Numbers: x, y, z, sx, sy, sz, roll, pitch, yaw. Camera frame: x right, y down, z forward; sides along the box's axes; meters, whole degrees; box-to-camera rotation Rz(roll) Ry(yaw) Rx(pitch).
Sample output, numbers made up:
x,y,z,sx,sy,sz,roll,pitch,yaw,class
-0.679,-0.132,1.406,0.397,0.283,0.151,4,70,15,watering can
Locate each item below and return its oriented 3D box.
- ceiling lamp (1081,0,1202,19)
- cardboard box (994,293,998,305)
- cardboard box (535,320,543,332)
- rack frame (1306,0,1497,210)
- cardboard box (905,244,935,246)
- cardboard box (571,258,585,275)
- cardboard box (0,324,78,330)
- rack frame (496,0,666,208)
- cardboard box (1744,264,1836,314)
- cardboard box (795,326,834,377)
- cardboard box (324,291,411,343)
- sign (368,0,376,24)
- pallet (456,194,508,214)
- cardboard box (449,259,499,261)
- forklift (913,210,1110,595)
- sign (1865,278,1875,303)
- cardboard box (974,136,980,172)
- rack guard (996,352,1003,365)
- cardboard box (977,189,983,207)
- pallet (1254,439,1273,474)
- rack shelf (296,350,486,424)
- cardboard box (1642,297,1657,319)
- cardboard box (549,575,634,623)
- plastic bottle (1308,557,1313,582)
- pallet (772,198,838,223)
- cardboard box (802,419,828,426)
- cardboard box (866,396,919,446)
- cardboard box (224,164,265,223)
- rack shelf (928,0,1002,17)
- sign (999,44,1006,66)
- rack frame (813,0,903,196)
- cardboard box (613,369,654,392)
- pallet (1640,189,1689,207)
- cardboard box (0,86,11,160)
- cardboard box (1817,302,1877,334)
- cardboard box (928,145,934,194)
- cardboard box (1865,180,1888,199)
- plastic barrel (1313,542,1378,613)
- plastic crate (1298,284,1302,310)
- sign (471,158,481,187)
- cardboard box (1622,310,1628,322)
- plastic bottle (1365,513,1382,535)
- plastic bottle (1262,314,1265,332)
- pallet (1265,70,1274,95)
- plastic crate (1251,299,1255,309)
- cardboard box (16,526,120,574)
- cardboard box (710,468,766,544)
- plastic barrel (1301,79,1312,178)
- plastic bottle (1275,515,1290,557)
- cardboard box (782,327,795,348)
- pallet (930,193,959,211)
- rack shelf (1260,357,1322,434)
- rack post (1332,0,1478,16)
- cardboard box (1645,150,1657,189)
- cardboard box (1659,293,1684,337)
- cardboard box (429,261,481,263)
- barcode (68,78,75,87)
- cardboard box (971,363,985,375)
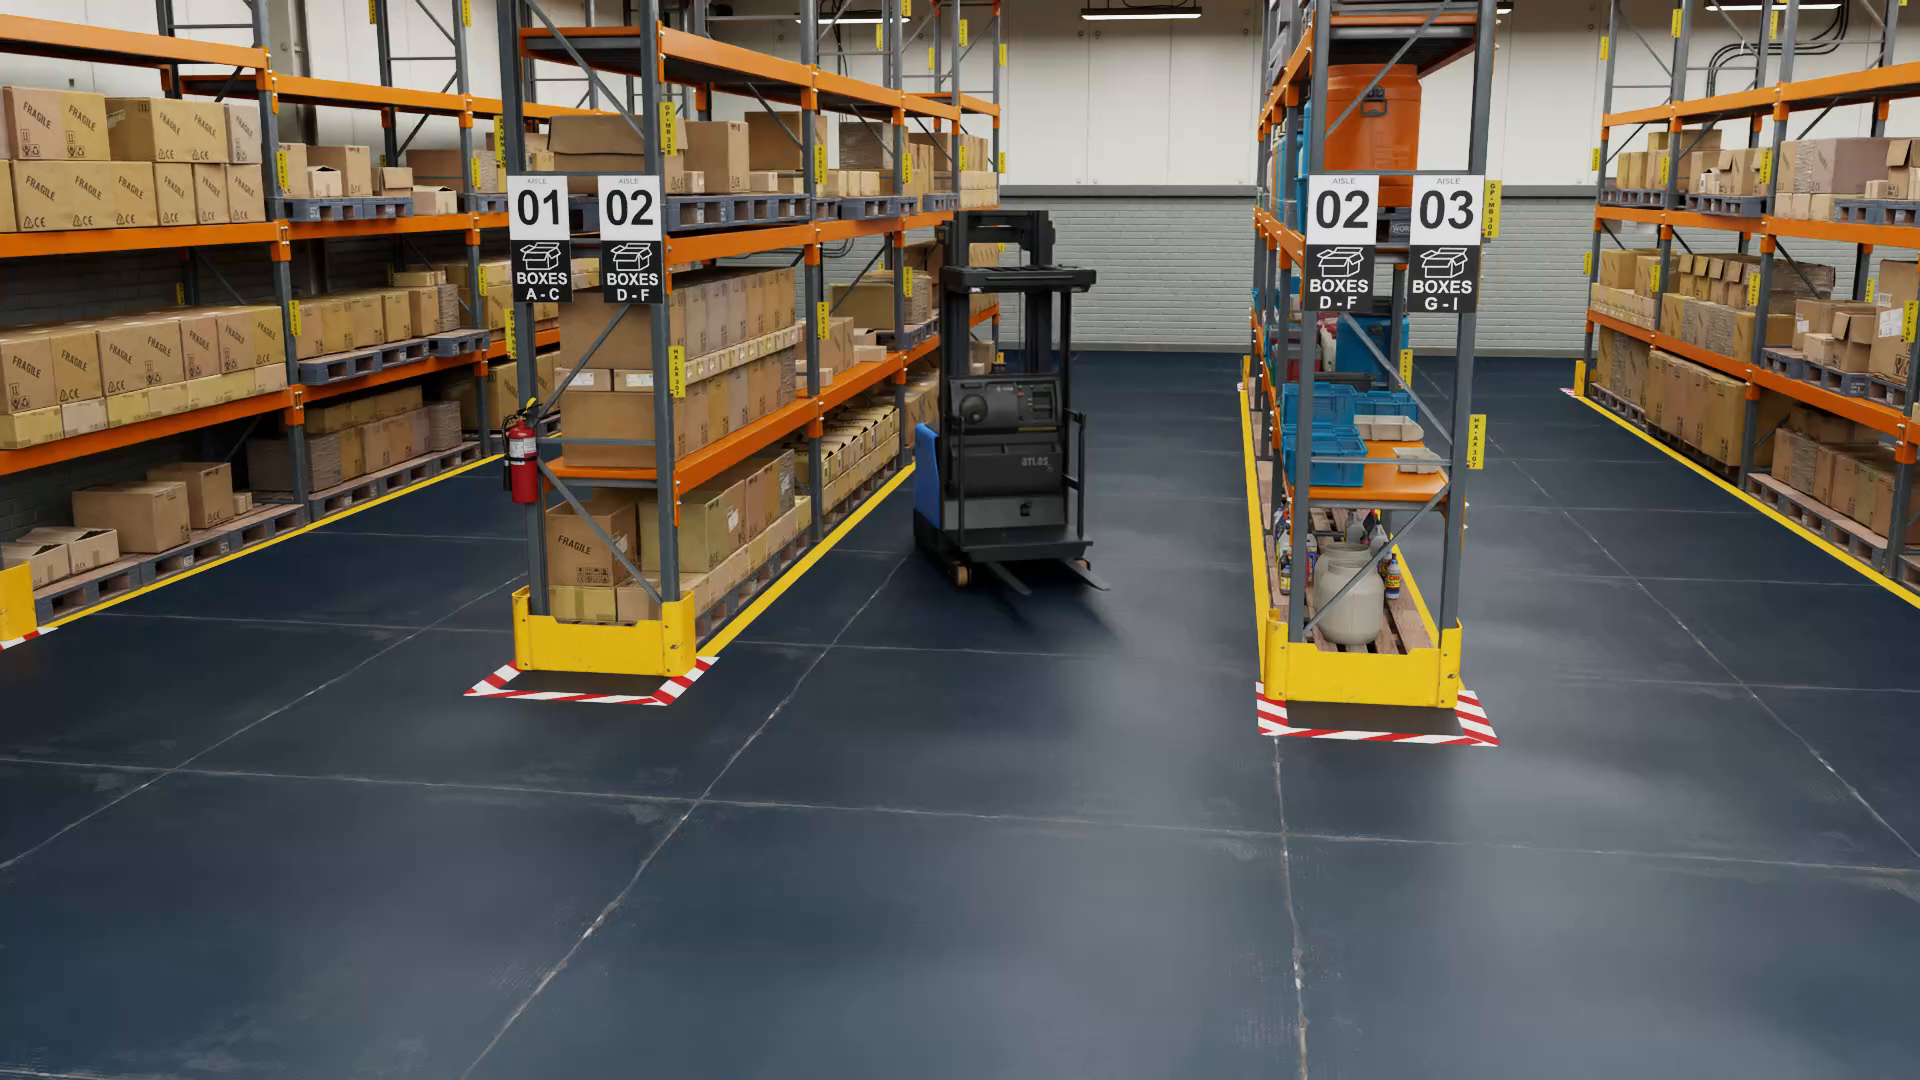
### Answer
x,y,z,sx,sy,sz,roll,pitch,yaw,class
2.991,-10.225,27.224,2.000,3.185,0.800,2,12,9,ceiling lamp
0.306,-3.909,25.774,0.500,0.500,0.500,2,12,10,cardboard box
-5.515,-2.724,21.063,0.380,0.149,0.250,2,12,9,cardboard box
2.539,-3.403,9.423,1.000,3.000,0.127,2,12,9,rack frame
-0.611,-3.888,23.301,0.500,0.500,0.500,2,12,8,cardboard box
-5.311,-3.648,22.031,0.500,0.250,0.500,2,12,10,cardboard box
-7.225,-1.411,12.951,0.500,0.500,0.500,2,12,7,cardboard box
-2.354,-3.564,10.171,1.000,3.000,0.127,2,12,9,rack frame
8.792,-2.666,17.626,0.797,0.503,0.637,2,12,11,cardboard box
-1.524,-1.782,15.905,0.500,0.500,0.500,3,12,13,cardboard box
-6.251,-2.362,17.553,0.700,0.500,0.500,2,12,9,cardboard box
-6.568,-5.940,18.605,0.100,0.325,0.005,2,12,9,sign
-5.973,-3.966,19.606,1.213,0.211,1.003,2,12,11,pallet
-6.041,-3.344,20.621,0.500,0.250,0.500,2,12,7,cardboard box
0.427,-1.147,13.357,1.130,2.935,3.031,-3,12,-13,forklift
9.201,-2.487,16.852,0.100,0.325,0.005,2,12,9,sign
-0.088,-5.650,24.358,0.700,0.500,0.500,2,12,9,cardboard box
0.095,-2.724,26.448,1.175,0.500,0.348,2,12,9,rack guard
0.043,-4.928,23.975,0.500,0.250,0.500,2,12,9,cardboard box
3.850,-0.938,18.844,1.003,0.211,1.213,2,12,9,pallet
-6.327,-1.689,17.416,1.077,0.370,4.000,2,12,9,rack shelf
9.088,-2.980,21.352,0.500,0.250,0.500,2,12,8,cardboard box
-2.564,0.386,11.611,0.500,0.250,0.500,2,12,9,cardboard box
2.602,0.206,12.516,0.097,0.201,0.097,0,12,0,plastic bottle
-1.616,-3.021,15.225,0.805,0.209,1.217,1,12,6,pallet
-1.648,-1.117,17.255,0.500,0.311,0.500,2,12,7,cardboard box
-0.772,-1.375,19.145,0.500,0.500,0.500,2,12,11,cardboard box
-6.468,-3.035,14.552,0.500,0.500,0.500,2,12,10,cardboard box
-0.201,-7.751,23.420,1.077,0.370,4.000,2,12,9,rack shelf
0.652,-7.407,25.408,0.100,0.325,0.005,2,12,9,sign
-1.124,-5.229,17.899,1.000,3.000,0.127,2,12,9,rack frame
-2.081,-1.072,11.071,0.380,0.149,0.250,2,12,8,cardboard box
9.415,-4.401,21.384,1.003,0.211,1.213,2,12,9,pallet
-6.951,-2.877,11.446,0.500,0.500,0.500,1,12,5,cardboard box
8.633,-1.996,15.901,0.700,0.500,0.500,4,13,17,cardboard box
-0.659,-4.796,21.538,0.600,0.600,0.600,1,12,3,cardboard box
8.238,-3.093,14.665,0.380,0.166,0.250,2,12,7,cardboard box
2.642,0.297,11.404,0.421,0.512,0.421,0,12,0,plastic barrel
4.770,-3.207,22.458,0.402,0.464,0.583,2,12,9,plastic crate
-5.484,-4.158,18.818,0.100,0.325,0.005,2,12,9,sign
9.199,-3.027,22.513,0.380,0.149,0.250,2,12,8,cardboard box
3.311,-0.040,13.301,0.144,0.351,0.185,1,12,6,plastic bottle
3.836,-2.722,20.809,0.097,0.271,0.097,0,12,0,plastic bottle
3.911,-4.930,17.905,1.213,0.211,1.003,2,12,9,pallet
4.401,-3.455,24.390,0.250,0.136,0.298,2,12,9,plastic crate
-6.967,0.048,12.987,0.500,0.311,0.500,3,13,13,cardboard box
-1.819,-0.276,12.903,0.500,0.500,0.500,2,12,9,cardboard box
2.896,-3.016,12.561,0.600,0.901,0.708,2,12,9,plastic barrel
2.591,-0.029,13.252,0.144,0.351,0.185,1,12,6,plastic bottle
-1.609,-1.715,14.055,0.380,0.149,0.250,2,12,7,cardboard box
-0.679,-4.370,21.479,1.213,0.211,1.003,2,12,9,pallet
3.462,-1.368,15.927,1.077,0.370,4.000,2,12,9,rack shelf
2.781,-3.312,10.187,0.937,0.300,0.954,3,13,15,rack post
9.427,-4.854,21.804,0.700,0.500,0.500,3,12,12,cardboard box
8.961,-2.769,20.484,0.500,0.500,0.500,2,12,9,cardboard box
-6.123,-3.238,20.126,0.500,0.250,0.500,1,12,7,cardboard box
-7.273,-3.743,13.614,0.001,0.075,0.075,2,12,9,barcode
0.090,-2.515,25.026,0.500,0.250,0.500,2,12,9,cardboard box
